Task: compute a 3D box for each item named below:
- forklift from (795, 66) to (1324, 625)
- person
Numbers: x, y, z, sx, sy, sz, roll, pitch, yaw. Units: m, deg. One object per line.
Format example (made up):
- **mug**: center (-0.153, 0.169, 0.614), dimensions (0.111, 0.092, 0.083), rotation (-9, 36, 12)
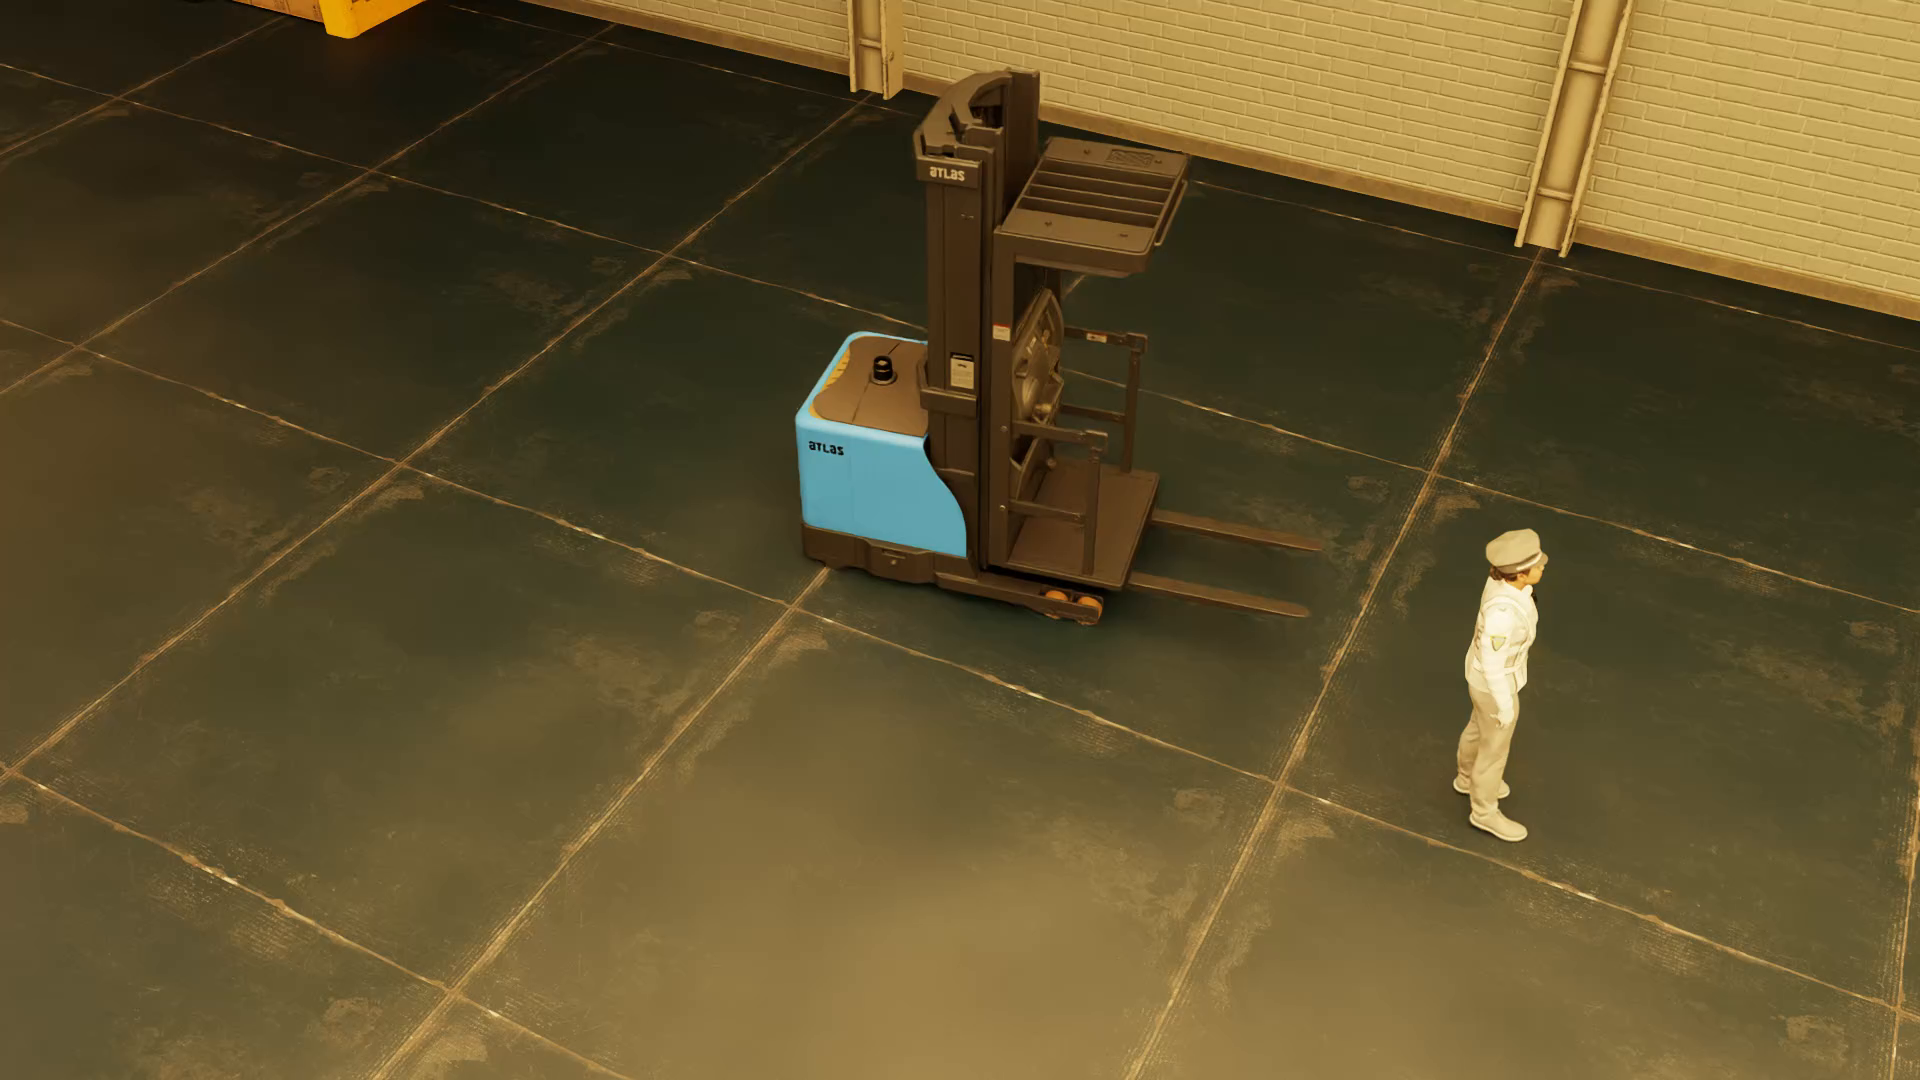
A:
- **forklift**: center (0.618, -1.010, 9.185), dimensions (3.031, 2.935, 1.130), rotation (11, 41, 13)
- **person**: center (2.693, 0.676, 8.137), dimensions (0.521, 1.700, 0.576), rotation (11, 41, 12)
